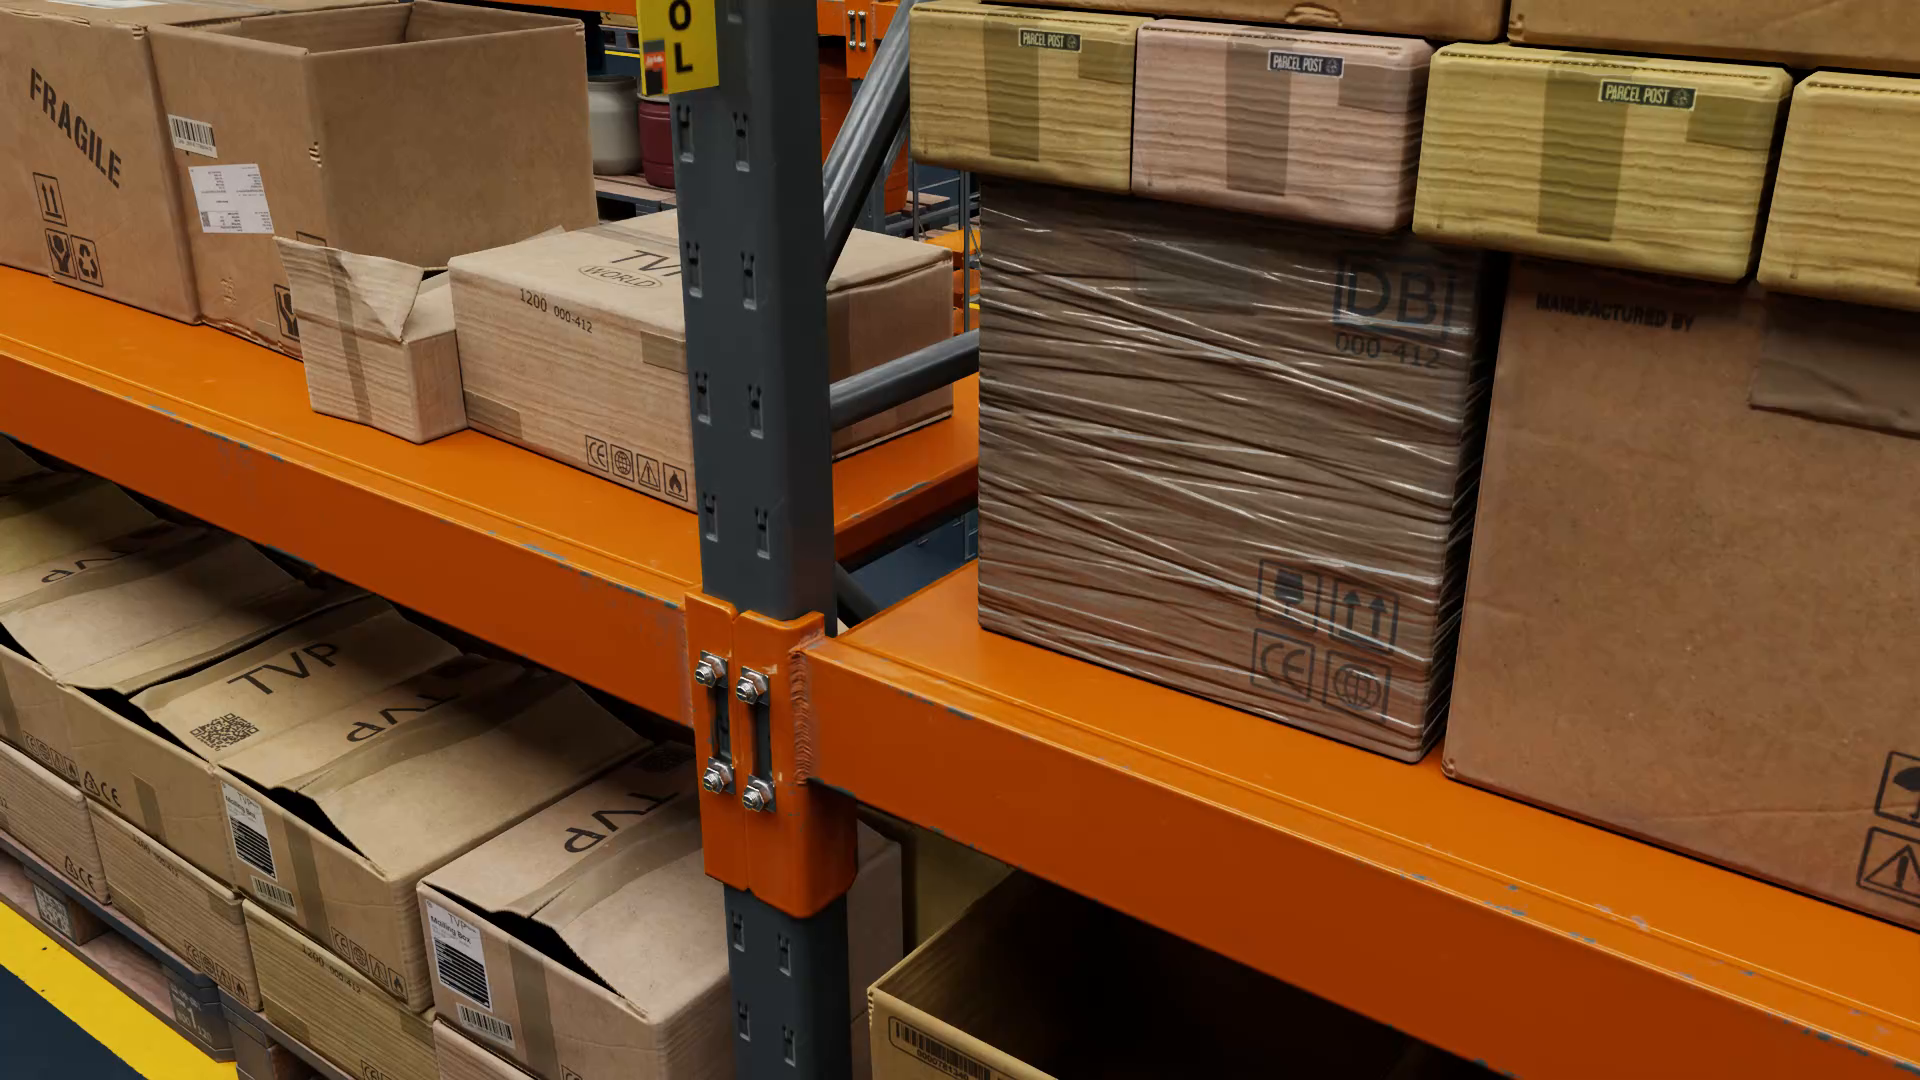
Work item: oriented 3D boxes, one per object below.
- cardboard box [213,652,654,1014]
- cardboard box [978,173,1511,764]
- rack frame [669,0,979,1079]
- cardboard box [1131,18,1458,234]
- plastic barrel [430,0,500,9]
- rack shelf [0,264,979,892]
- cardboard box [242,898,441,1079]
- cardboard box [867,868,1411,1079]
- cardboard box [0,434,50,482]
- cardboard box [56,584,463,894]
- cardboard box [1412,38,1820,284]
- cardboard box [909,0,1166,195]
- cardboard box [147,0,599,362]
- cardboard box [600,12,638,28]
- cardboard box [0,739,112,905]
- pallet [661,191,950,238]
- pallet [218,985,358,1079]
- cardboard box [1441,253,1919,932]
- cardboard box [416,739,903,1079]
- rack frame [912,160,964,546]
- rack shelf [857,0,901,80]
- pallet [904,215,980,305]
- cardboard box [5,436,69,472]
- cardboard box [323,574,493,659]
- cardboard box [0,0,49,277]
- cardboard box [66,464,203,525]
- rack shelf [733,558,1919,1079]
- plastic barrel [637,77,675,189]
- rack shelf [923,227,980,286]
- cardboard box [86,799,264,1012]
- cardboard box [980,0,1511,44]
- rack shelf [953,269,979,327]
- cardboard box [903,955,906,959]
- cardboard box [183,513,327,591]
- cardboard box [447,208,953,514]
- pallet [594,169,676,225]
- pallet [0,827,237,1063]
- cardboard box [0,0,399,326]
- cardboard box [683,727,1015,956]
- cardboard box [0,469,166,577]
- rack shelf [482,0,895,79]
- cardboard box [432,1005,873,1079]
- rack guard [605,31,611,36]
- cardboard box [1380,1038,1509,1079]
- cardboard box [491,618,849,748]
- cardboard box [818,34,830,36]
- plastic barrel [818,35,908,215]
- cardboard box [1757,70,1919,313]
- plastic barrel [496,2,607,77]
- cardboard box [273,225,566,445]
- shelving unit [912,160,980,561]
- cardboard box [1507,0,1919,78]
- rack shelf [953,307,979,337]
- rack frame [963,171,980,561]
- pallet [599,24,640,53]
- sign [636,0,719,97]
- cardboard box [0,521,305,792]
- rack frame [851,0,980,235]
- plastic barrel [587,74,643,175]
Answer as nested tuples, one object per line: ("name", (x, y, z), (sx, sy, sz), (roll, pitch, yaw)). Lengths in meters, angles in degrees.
("cardboard box", (-0.853, 0.431, 2.744), (0.500, 0.311, 0.500), (18, 29, 35))
("cardboard box", (0.422, -0.189, 1.835), (0.500, 0.500, 0.700), (16, 28, 32))
("rack frame", (0.063, -0.249, 2.094), (0.127, 3.000, 1.000), (17, 29, 33))
("cardboard box", (0.362, -0.403, 1.517), (0.250, 0.149, 0.380), (17, 29, 34))
("plastic barrel", (-2.940, -2.875, 10.138), (0.708, 0.901, 0.600), (17, 29, 33))
("rack shelf", (-1.538, -0.403, 3.337), (4.000, 0.370, 1.077), (17, 29, 33))
("cardboard box", (-0.847, 0.688, 2.858), (0.500, 0.250, 0.500), (16, 29, 33))
("cardboard box", (0.246, 0.687, 1.929), (0.500, 0.500, 0.500), (17, 29, 33))
("cardboard box", (-2.470, -0.061, 3.862), (0.500, 0.311, 0.500), (16, 28, 32))
("cardboard box", (-1.251, 0.310, 3.020), (0.500, 0.311, 0.500), (17, 29, 33))
("cardboard box", (0.570, -0.341, 1.376), (0.250, 0.149, 0.380), (16, 28, 32))
("cardboard box", (0.162, -0.464, 1.654), (0.250, 0.149, 0.380), (17, 29, 33))
("cardboard box", (-0.964, -0.613, 2.797), (0.500, 0.500, 0.500), (19, 30, 37))
("cardboard box", (-3.035, -5.437, 15.983), (0.875, 0.875, 0.875), (17, 29, 33))
("cardboard box", (-1.663, 0.441, 3.419), (0.500, 0.250, 0.500), (18, 29, 34))
("pallet", (-0.820, -1.714, 8.879), (1.213, 0.211, 1.003), (17, 29, 33))
("pallet", (-0.550, 0.862, 3.032), (1.213, 0.211, 1.003), (17, 29, 33))
("cardboard box", (0.847, -0.064, 1.551), (0.500, 0.500, 0.700), (16, 29, 33))
("cardboard box", (-0.433, 0.555, 2.463), (0.500, 0.311, 0.500), (17, 29, 33))
("rack frame", (-0.062, -0.568, 5.050), (0.006, 1.200, 0.240), (17, 29, 33))
("rack shelf", (1.436, -2.000, 6.962), (4.000, 0.370, 1.077), (17, 29, 33))
("pallet", (0.432, -1.337, 8.024), (1.213, 0.211, 1.003), (17, 29, 33))
("cardboard box", (-2.151, -0.236, 4.259), (0.500, 0.311, 0.500), (16, 29, 33))
("cardboard box", (-0.931, 0.133, 3.422), (0.500, 0.311, 0.500), (16, 28, 32))
("cardboard box", (-1.786, -0.861, 3.361), (0.500, 0.500, 0.500), (15, 28, 31))
("cardboard box", (-1.749, -0.113, 3.980), (0.500, 0.311, 0.500), (17, 29, 33))
("rack shelf", (1.663, 0.564, 1.142), (4.000, 0.370, 1.077), (17, 29, 33))
("plastic barrel", (-1.470, -2.288, 9.192), (0.708, 0.588, 0.600), (17, 29, 33))
("rack shelf", (0.012, -0.834, 4.873), (0.180, 0.103, 0.258), (17, 29, 33))
("cardboard box", (-1.256, 0.564, 3.139), (0.500, 0.250, 0.500), (18, 29, 34))
("cardboard box", (0.422, -0.783, 1.574), (0.500, 0.500, 0.700), (17, 29, 34))
("rack shelf", (0.012, -0.725, 4.921), (0.180, 0.103, 0.258), (17, 29, 33))
("cardboard box", (-0.111, 0.640, 2.967), (0.500, 0.250, 0.500), (16, 28, 32))
("cardboard box", (-1.350, 0.009, 3.703), (0.500, 0.311, 0.500), (18, 29, 35))
("cardboard box", (-0.357, -0.285, 2.363), (0.500, 0.250, 0.500), (19, 30, 36))
("pallet", (-1.792, -2.010, 9.549), (1.213, 0.211, 1.003), (17, 29, 33))
("pallet", (-1.531, 0.567, 3.702), (1.213, 0.211, 1.003), (17, 29, 33))
("cardboard box", (-1.364, -0.734, 3.072), (0.500, 0.500, 0.500), (17, 29, 33))
("cardboard box", (-0.119, 0.380, 2.860), (0.500, 0.311, 0.500), (17, 29, 33))
("cardboard box", (-2.063, 0.063, 3.580), (0.500, 0.311, 0.500), (16, 28, 32))
("rack shelf", (-1.765, -2.968, 9.158), (4.000, 0.370, 1.077), (17, 29, 33))
("cardboard box", (-0.443, 0.811, 2.579), (0.500, 0.250, 0.500), (16, 29, 33))
("rack guard", (-3.615, -5.208, 16.450), (0.348, 0.500, 1.175), (17, 29, 33))
("cardboard box", (0.651, 0.806, 1.661), (0.500, 0.500, 0.500), (17, 29, 33))
("cardboard box", (-0.516, 0.258, 3.139), (0.500, 0.311, 0.500), (16, 29, 33))
("cardboard box", (-0.875, -4.784, 14.502), (0.875, 0.875, 0.875), (17, 29, 33))
("plastic barrel", (-0.566, -2.125, 8.524), (0.708, 0.830, 0.600), (17, 29, 33))
("cardboard box", (0.781, -0.278, 1.233), (0.250, 0.149, 0.380), (17, 29, 33))
("plastic barrel", (-2.373, -2.704, 9.749), (0.708, 0.901, 0.600), (17, 29, 33))
("cardboard box", (-0.751, -0.341, 2.470), (0.258, 0.266, 0.396), (16, 28, 32))
("shelving unit", (0.012, -0.546, 5.000), (0.189, 1.200, 0.258), (17, 29, 33))
("cardboard box", (0.827, -0.661, 1.297), (0.500, 0.500, 0.700), (17, 29, 33))
("rack shelf", (0.012, -0.615, 4.970), (0.180, 0.103, 0.258), (17, 29, 33))
("rack frame", (0.085, -0.523, 4.950), (0.006, 1.200, 0.240), (17, 29, 33))
("pallet", (-2.909, -4.902, 16.113), (1.213, 0.211, 1.003), (17, 29, 33))
("sign", (-0.255, -0.565, 1.474), (0.005, 0.325, 0.100), (17, 29, 33))
("cardboard box", (-1.651, 0.187, 3.299), (0.500, 0.311, 0.500), (16, 29, 33))
("rack frame", (-0.164, -2.813, 7.915), (0.127, 3.000, 1.000), (17, 29, 33))
("plastic barrel", (-1.975, -2.361, 9.452), (0.421, 0.512, 0.421), (0, 24, 0))
